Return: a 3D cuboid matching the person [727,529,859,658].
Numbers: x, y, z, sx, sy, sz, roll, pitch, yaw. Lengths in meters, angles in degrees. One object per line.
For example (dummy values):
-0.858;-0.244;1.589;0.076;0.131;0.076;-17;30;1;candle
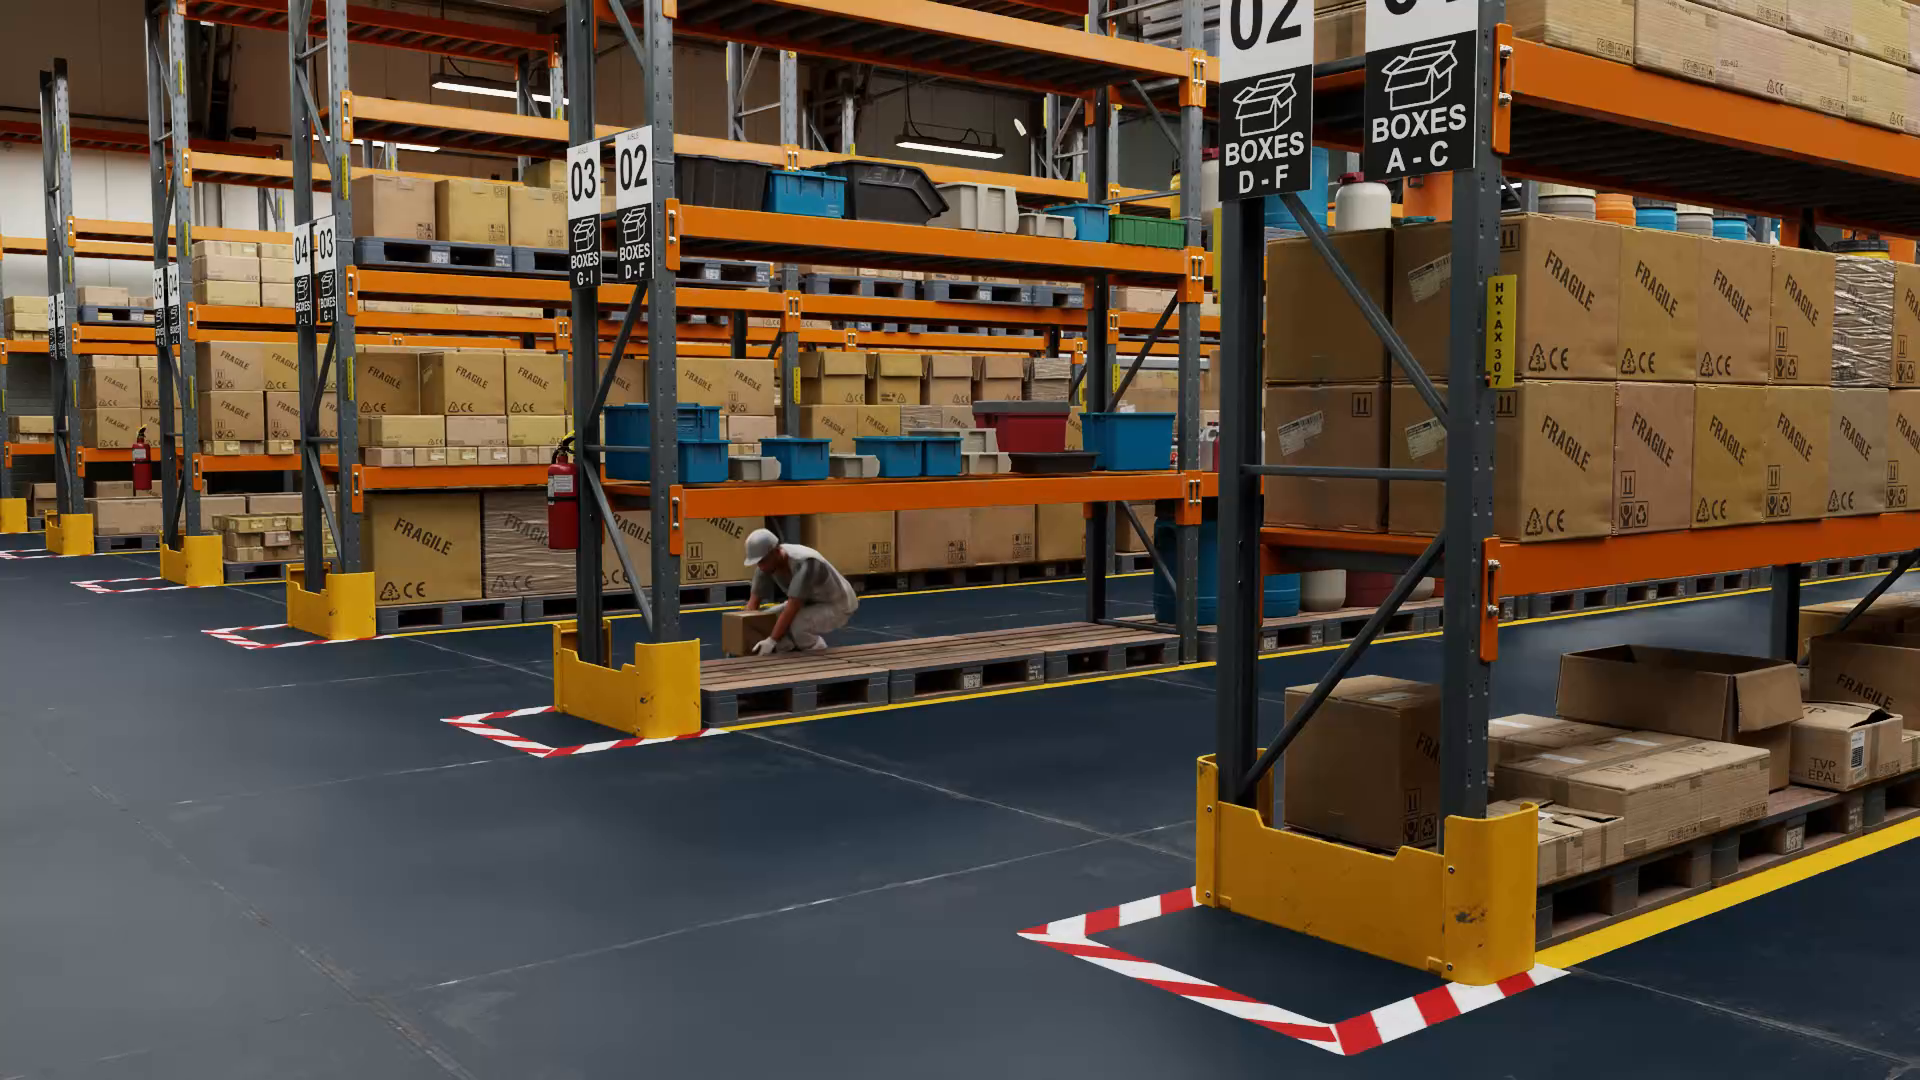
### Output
-1.058;0.408;10.696;0.879;0.992;0.574;-3;5;-39;person
